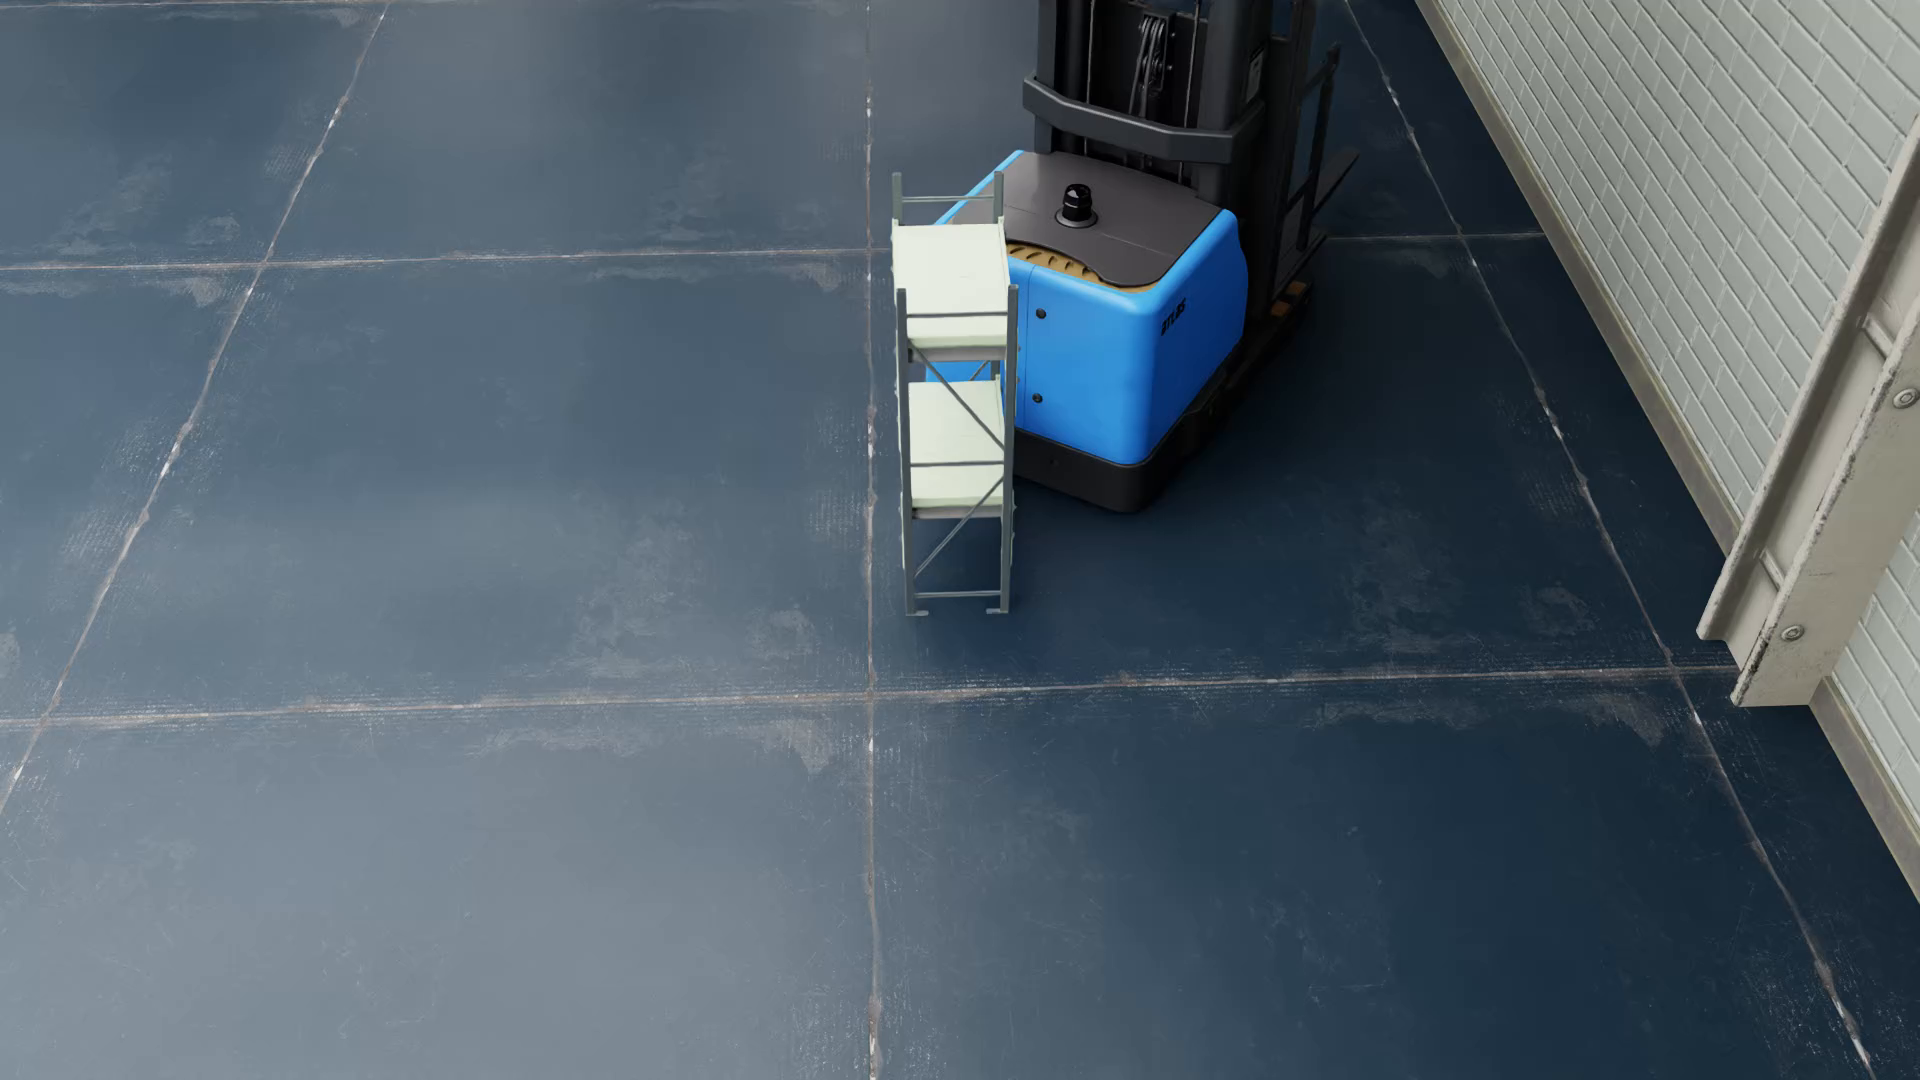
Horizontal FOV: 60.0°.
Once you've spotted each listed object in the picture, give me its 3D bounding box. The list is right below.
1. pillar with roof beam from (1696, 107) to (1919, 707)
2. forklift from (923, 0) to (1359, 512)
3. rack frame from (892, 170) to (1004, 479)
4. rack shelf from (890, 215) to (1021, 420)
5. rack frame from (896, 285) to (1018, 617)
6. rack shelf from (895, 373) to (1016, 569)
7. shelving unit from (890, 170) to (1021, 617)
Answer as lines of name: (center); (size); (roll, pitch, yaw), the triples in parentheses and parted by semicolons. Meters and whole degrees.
pillar with roof beam: (-1.318, -2.723, 3.061); (9.100, 9.000, 0.400); (-2, 43, -2)
forklift: (1.019, -2.176, 6.954); (1.130, 2.935, 3.031); (22, 47, 22)
rack frame: (-0.044, -0.762, 6.472); (0.400, 1.500, 0.023); (-2, 43, -2)
rack shelf: (-0.027, -0.803, 5.939); (0.431, 0.370, 0.720); (-2, 43, -2)
rack frame: (-0.009, -0.268, 5.933); (0.400, 1.500, 0.023); (-2, 43, -2)
rack shelf: (-0.027, -0.275, 6.423); (0.431, 0.370, 0.720); (-2, 43, -2)
shelving unit: (-0.027, -0.515, 6.202); (0.431, 1.500, 0.755); (-2, 43, -2)
